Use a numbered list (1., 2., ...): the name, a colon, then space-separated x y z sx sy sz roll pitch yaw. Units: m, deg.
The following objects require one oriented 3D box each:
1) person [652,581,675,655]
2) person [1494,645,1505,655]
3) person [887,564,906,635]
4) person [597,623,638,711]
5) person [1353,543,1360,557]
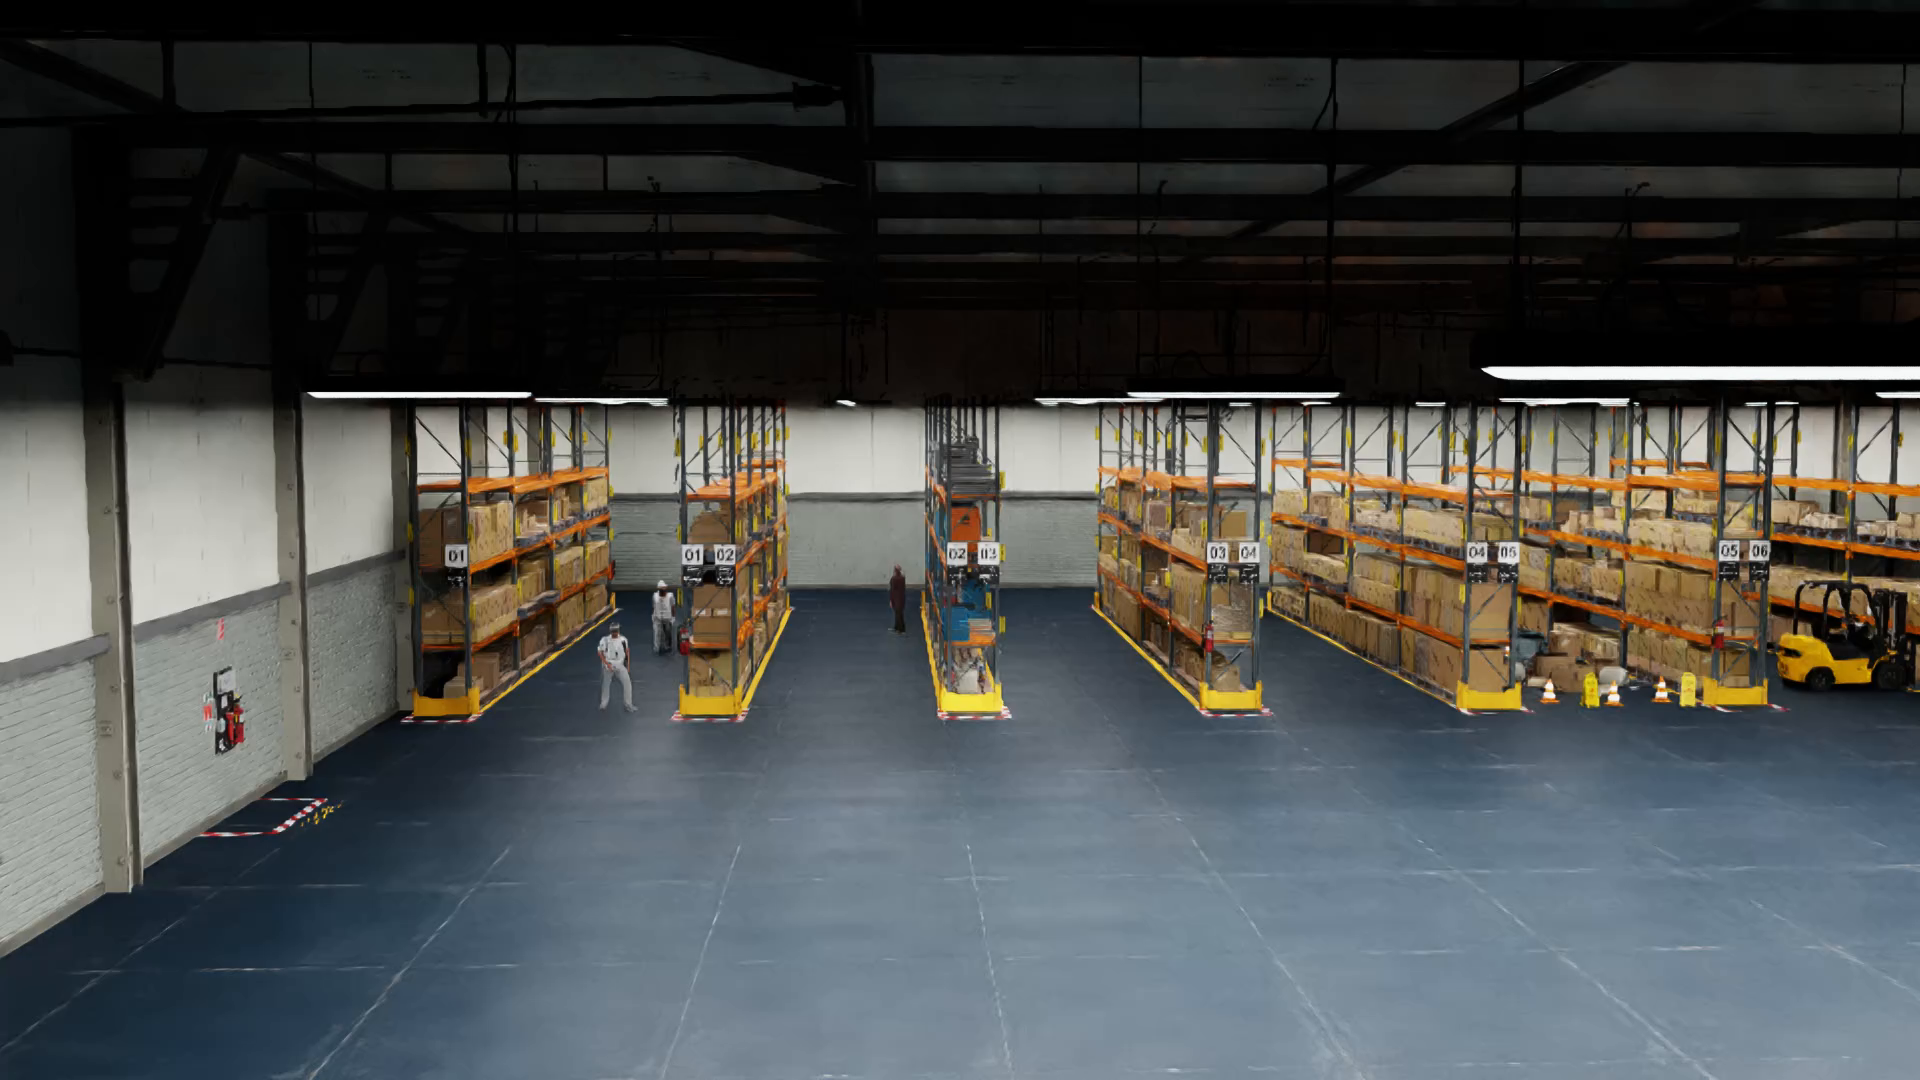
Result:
1. person: -6.927 1.791 38.821 0.563 1.707 1.127 0 5 -5
2. person: 12.315 1.816 38.375 0.586 1.723 0.653 2 5 26
3. person: -1.610 1.493 42.103 0.636 1.772 0.685 2 5 23
4. person: -6.528 2.381 31.491 0.701 1.696 0.815 -2 5 -22
5. person: 11.721 0.956 49.378 0.614 1.762 0.594 -3 6 -35
